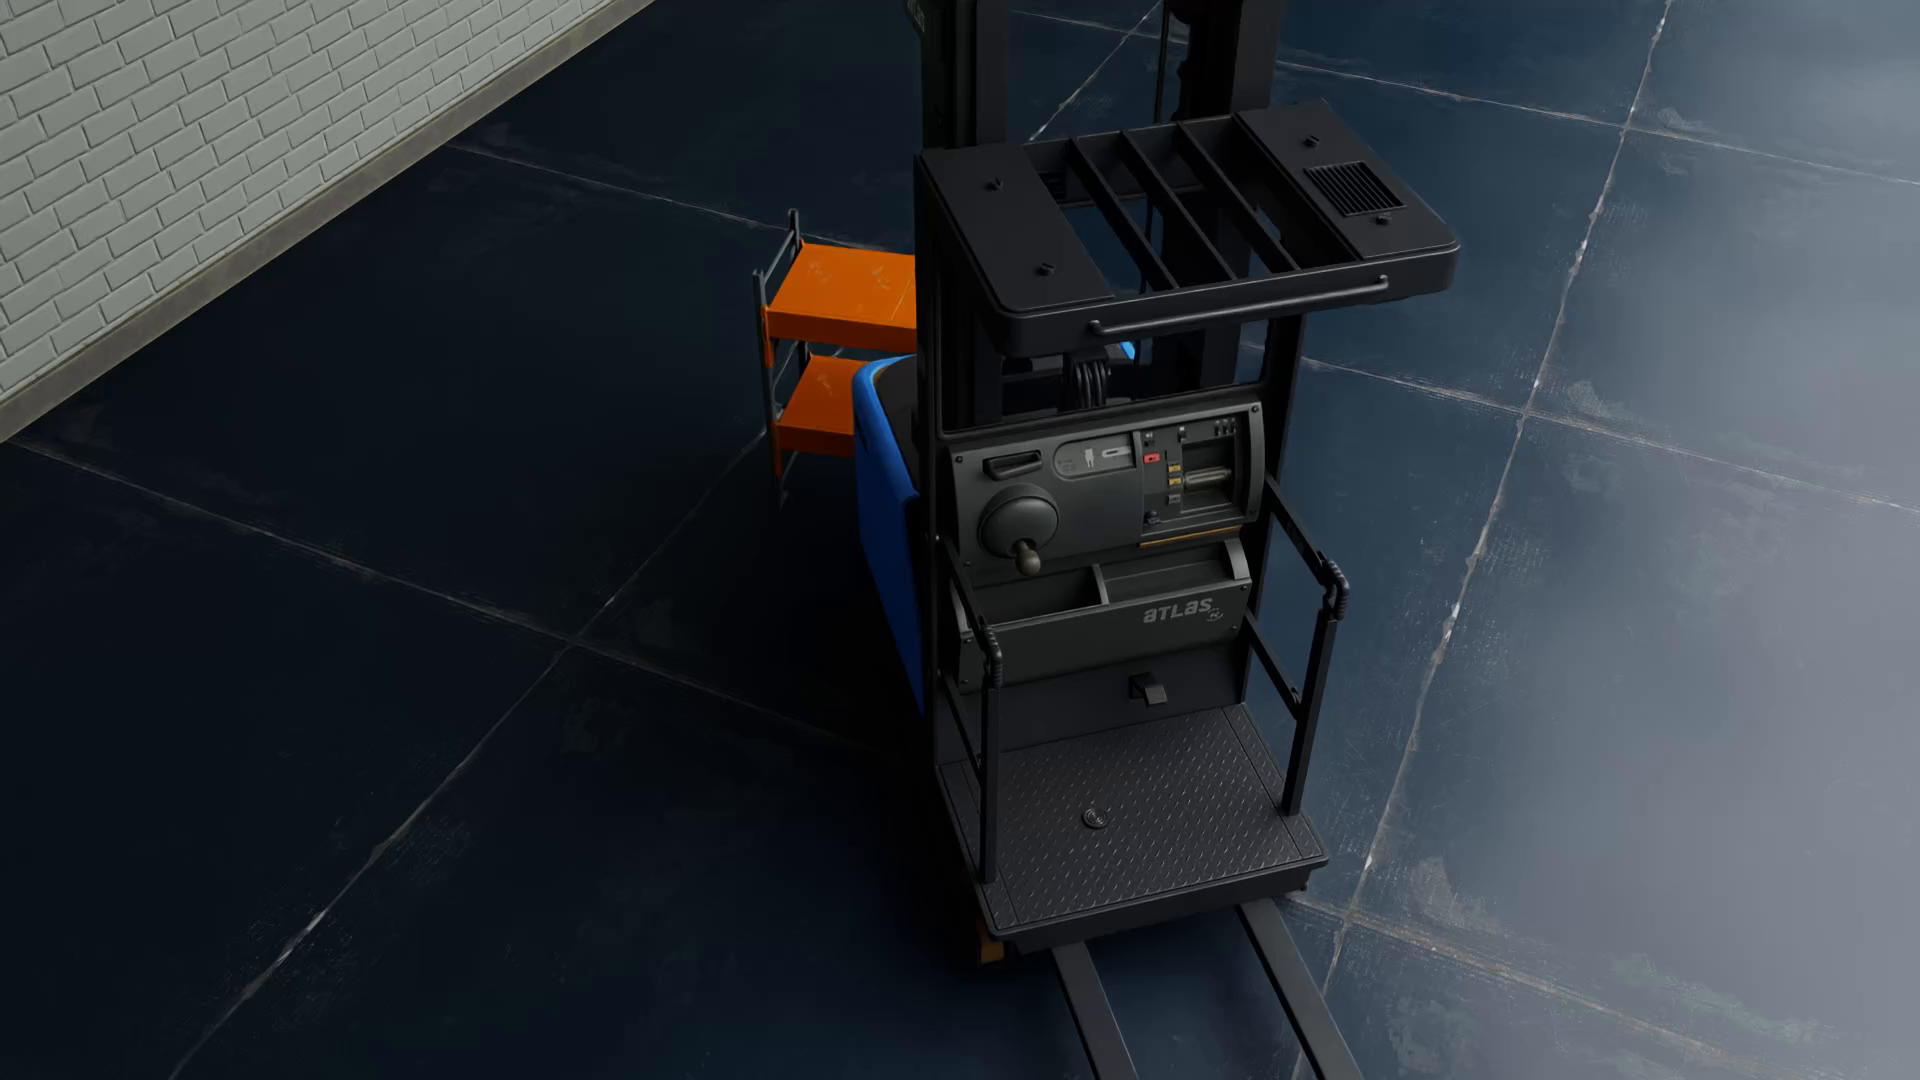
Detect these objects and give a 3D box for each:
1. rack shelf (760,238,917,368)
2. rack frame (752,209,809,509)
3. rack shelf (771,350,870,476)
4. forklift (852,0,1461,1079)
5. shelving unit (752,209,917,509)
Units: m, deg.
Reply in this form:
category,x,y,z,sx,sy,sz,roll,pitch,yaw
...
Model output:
category,x,y,z,sx,sy,sz,roll,pitch,yaw
rack shelf,-0.208,-0.867,6.444,1.000,0.278,0.538,8,42,9
rack frame,-0.705,-0.716,6.718,0.032,1.125,0.500,8,42,9
rack shelf,-0.208,-0.461,6.796,1.000,0.278,0.538,8,42,9
forklift,0.489,-0.071,4.594,1.130,2.935,3.031,-10,42,-12
shelving unit,-0.208,-0.646,6.636,1.048,1.125,0.538,8,42,9
